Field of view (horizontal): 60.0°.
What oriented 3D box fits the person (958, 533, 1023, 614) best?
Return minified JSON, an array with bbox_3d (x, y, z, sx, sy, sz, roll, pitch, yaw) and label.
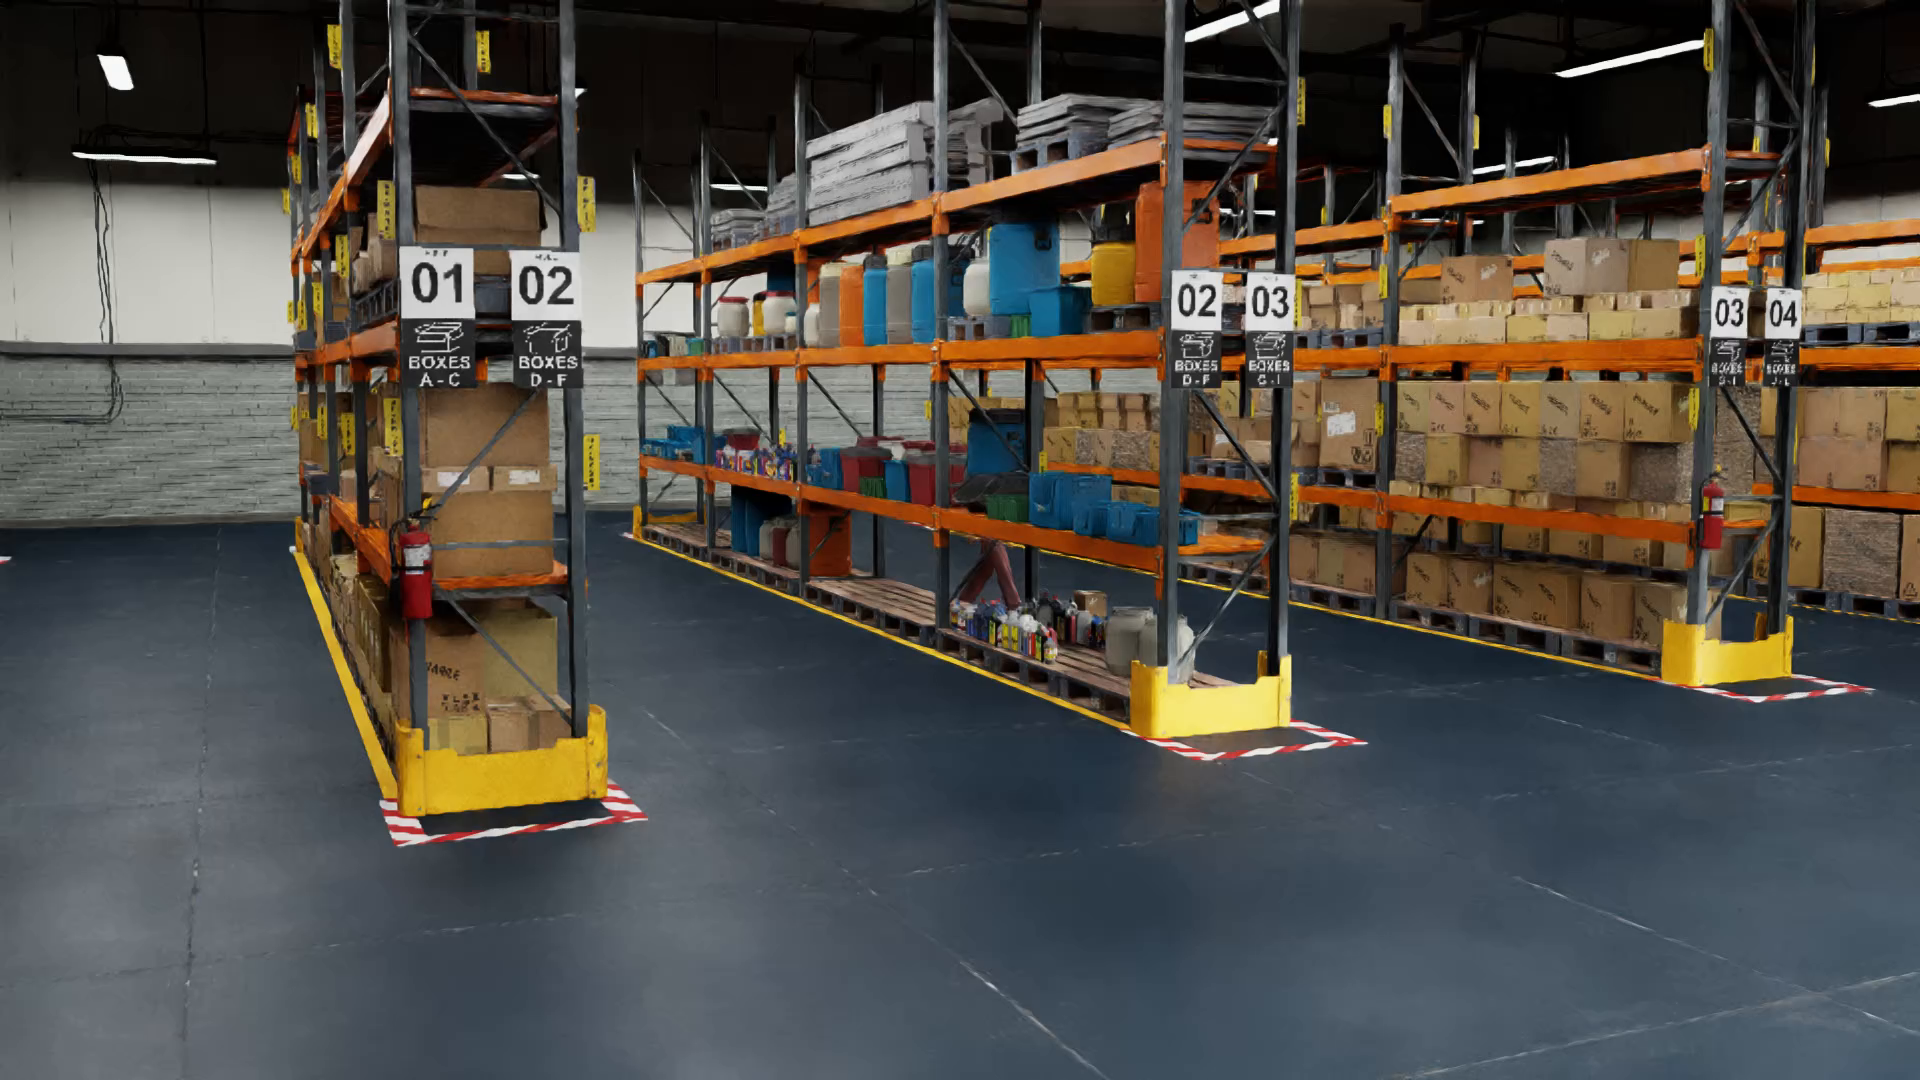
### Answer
[{"bbox_3d":[0.401,-0.031,17.412,0.952,1.619,0.464,3,6,32],"label":"person"}]
